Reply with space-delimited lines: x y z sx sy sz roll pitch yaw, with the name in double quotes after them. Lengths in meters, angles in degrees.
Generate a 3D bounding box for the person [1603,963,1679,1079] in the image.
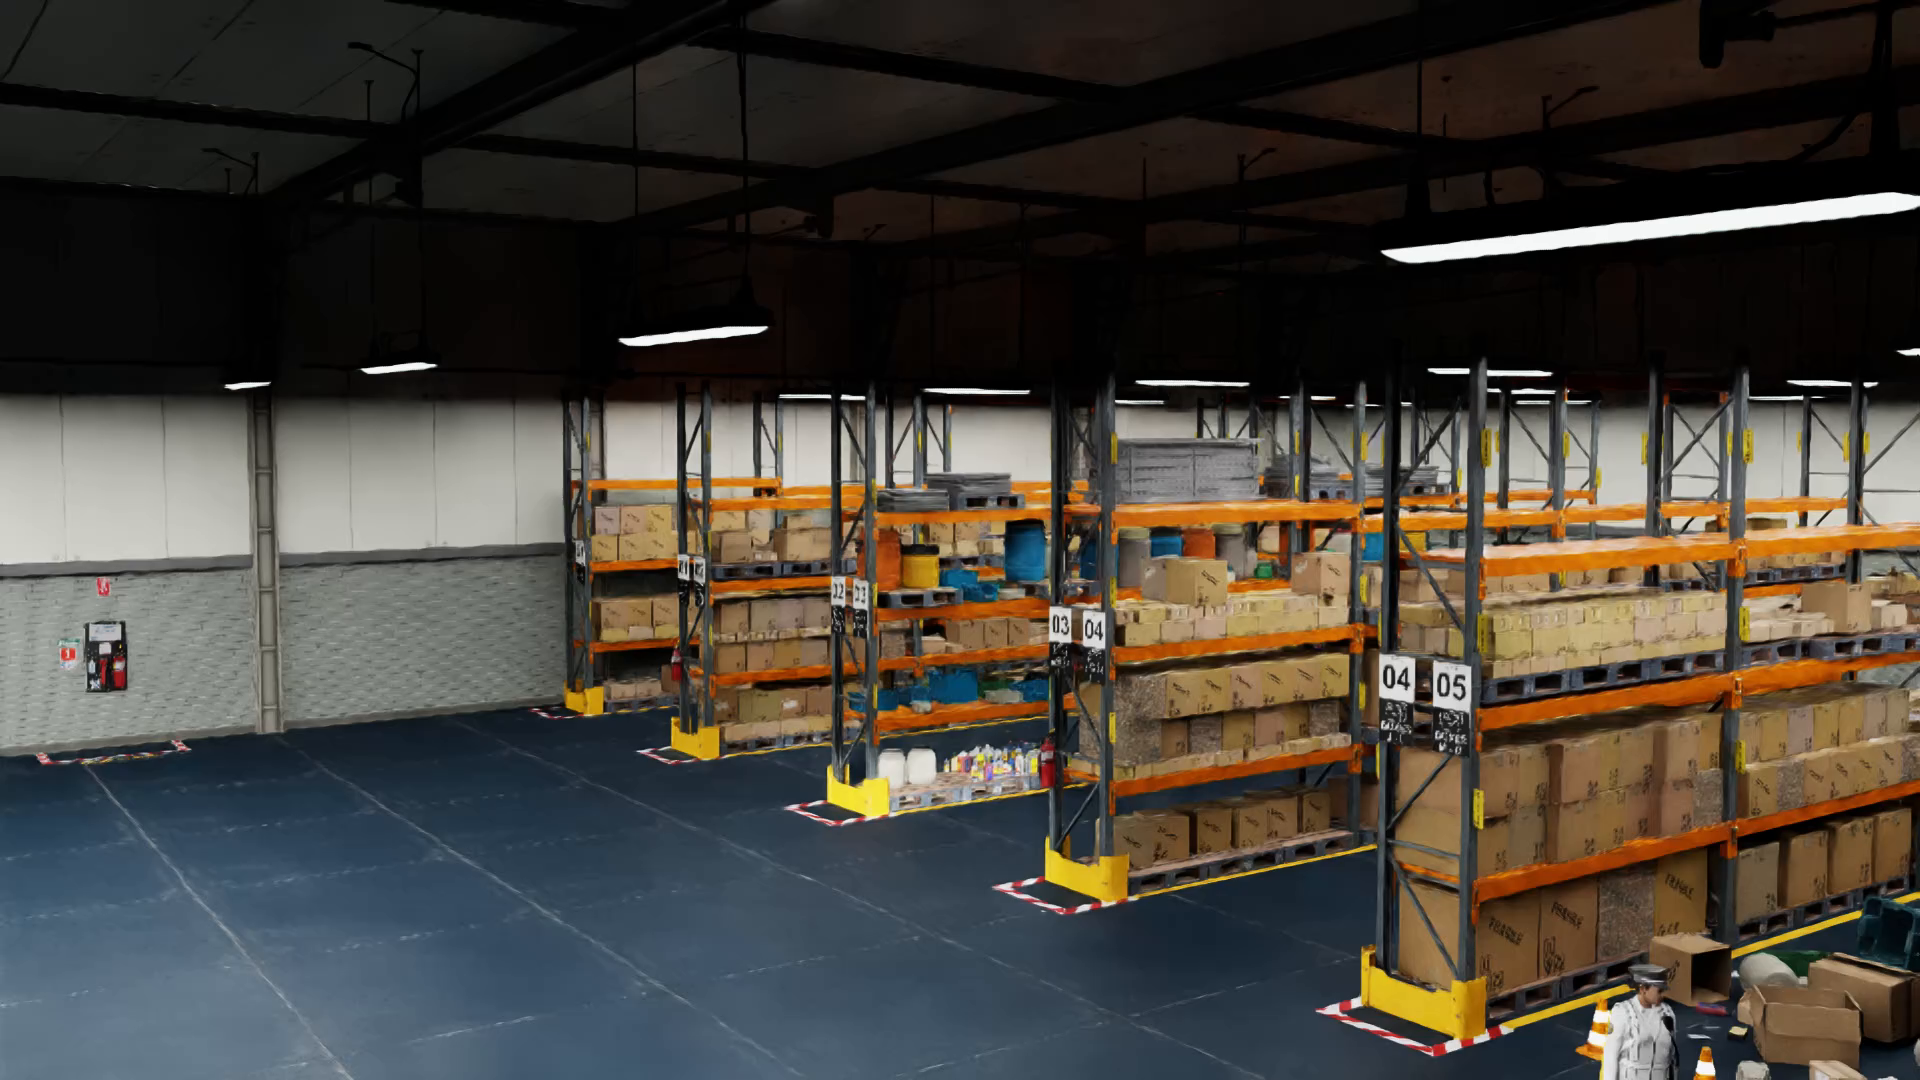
4.451 3.614 11.044 0.642 1.659 0.454 0 4 -4 "person"
